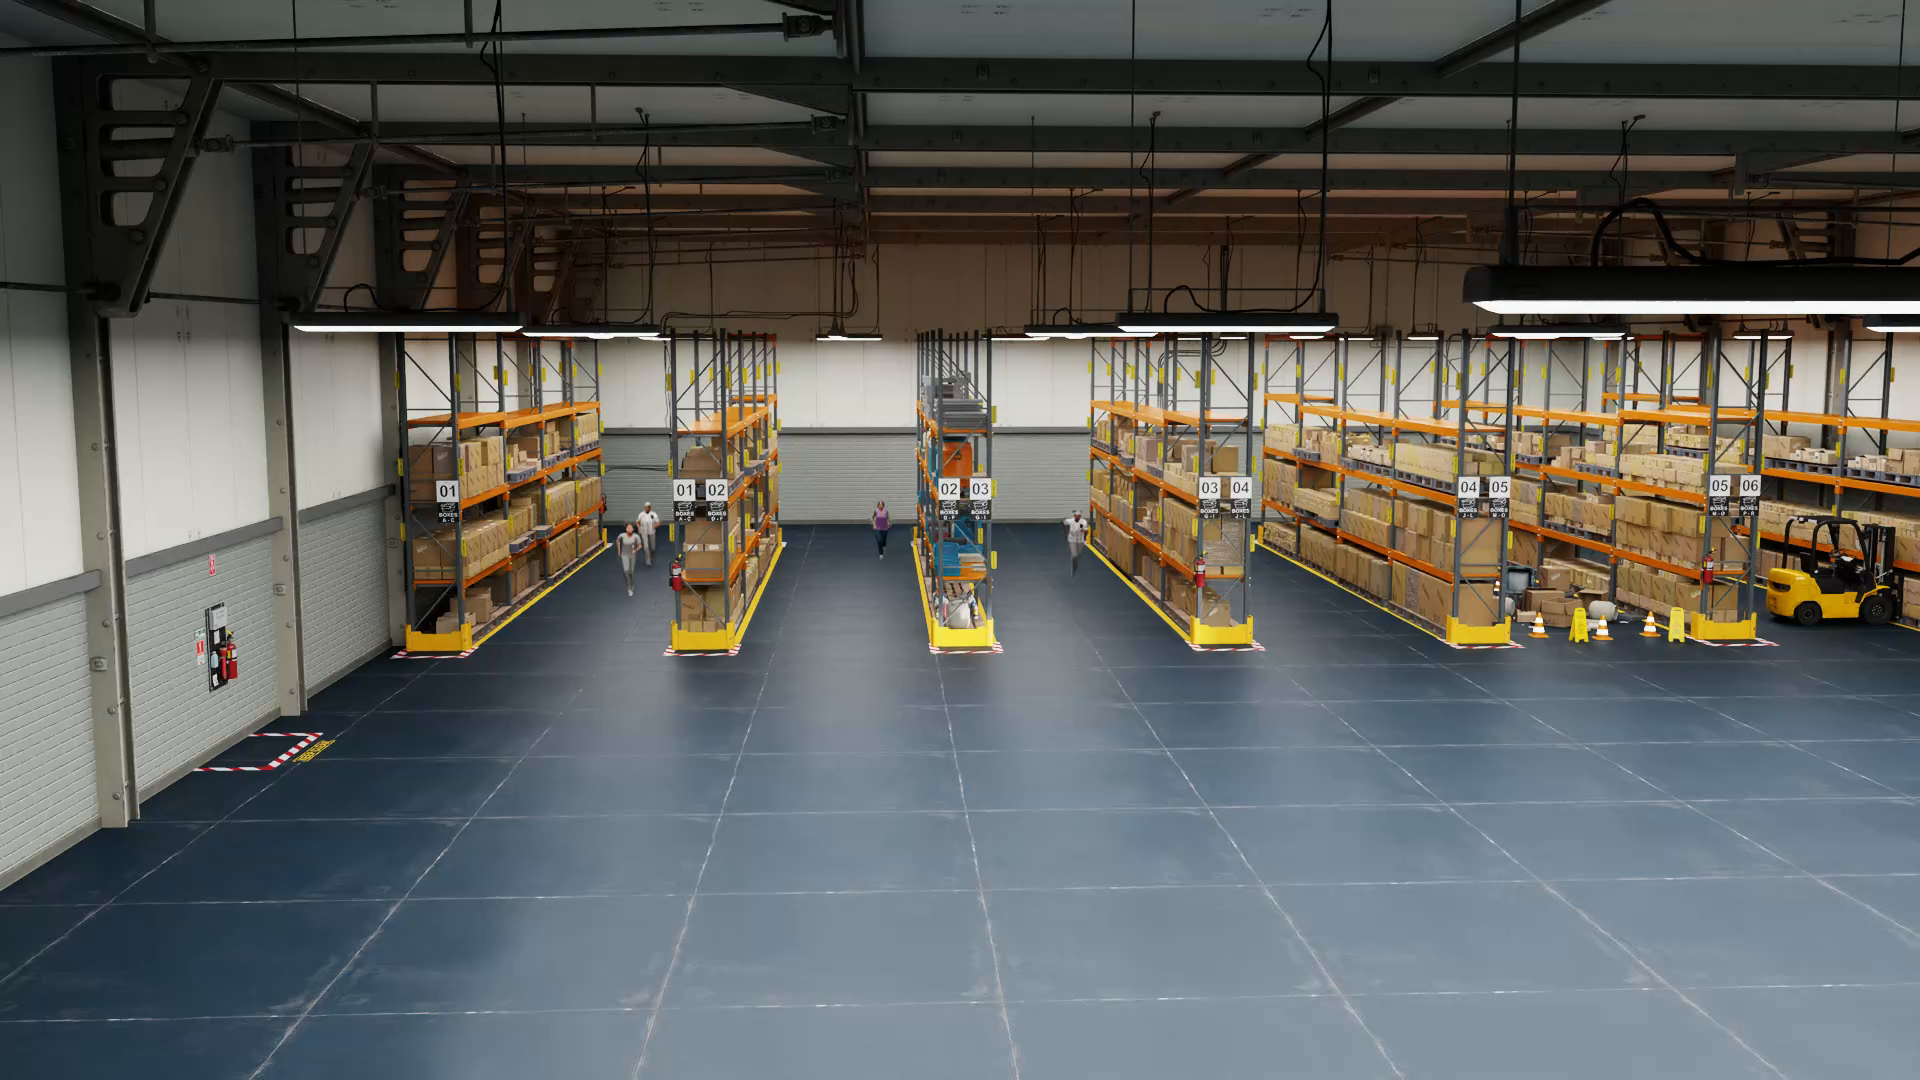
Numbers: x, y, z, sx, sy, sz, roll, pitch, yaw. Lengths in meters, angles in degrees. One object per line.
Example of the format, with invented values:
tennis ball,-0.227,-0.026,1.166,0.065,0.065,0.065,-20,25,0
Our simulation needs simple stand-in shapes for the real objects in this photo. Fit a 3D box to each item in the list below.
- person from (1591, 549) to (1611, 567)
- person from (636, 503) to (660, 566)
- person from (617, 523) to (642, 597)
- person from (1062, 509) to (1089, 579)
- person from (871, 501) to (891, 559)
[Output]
person,16.070,-0.069,41.567,0.681,1.803,0.897,-1,7,-9
person,-8.093,-0.162,43.130,0.603,1.625,0.640,-1,7,-12
person,-7.568,0.414,38.107,0.565,1.672,0.951,-2,7,-13
person,2.682,0.086,38.568,0.565,1.665,0.840,-1,7,-8
person,-2.121,-0.287,44.577,0.525,1.561,0.681,0,7,-3
